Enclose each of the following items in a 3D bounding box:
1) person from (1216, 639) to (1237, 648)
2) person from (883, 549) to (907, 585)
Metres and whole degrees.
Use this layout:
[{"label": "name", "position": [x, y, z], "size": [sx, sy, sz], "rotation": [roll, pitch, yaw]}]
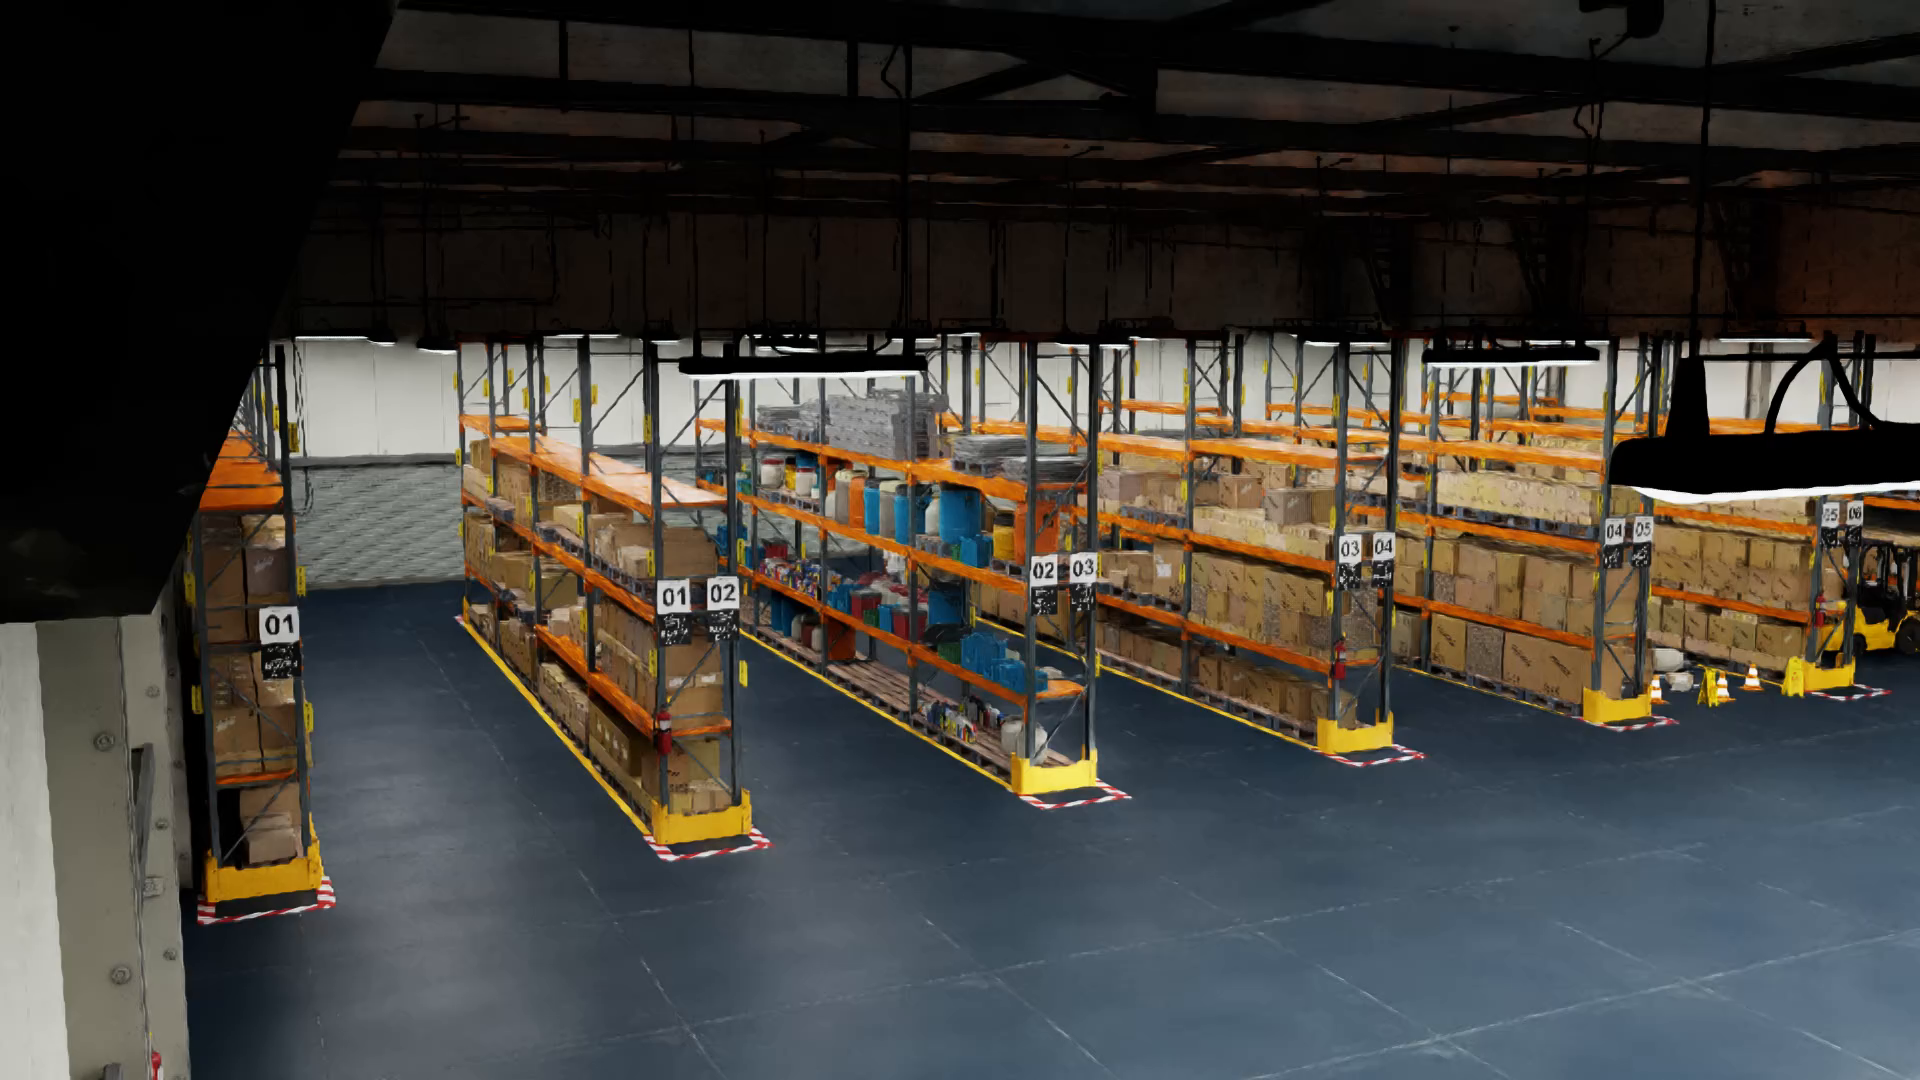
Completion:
[{"label": "person", "position": [5.084, 1.254, 31.739], "size": [0.504, 1.603, 0.419], "rotation": [6, 10, 37]}, {"label": "person", "position": [-1.396, 0.626, 36.067], "size": [0.577, 1.691, 1.121], "rotation": [-3, 8, -22]}]
